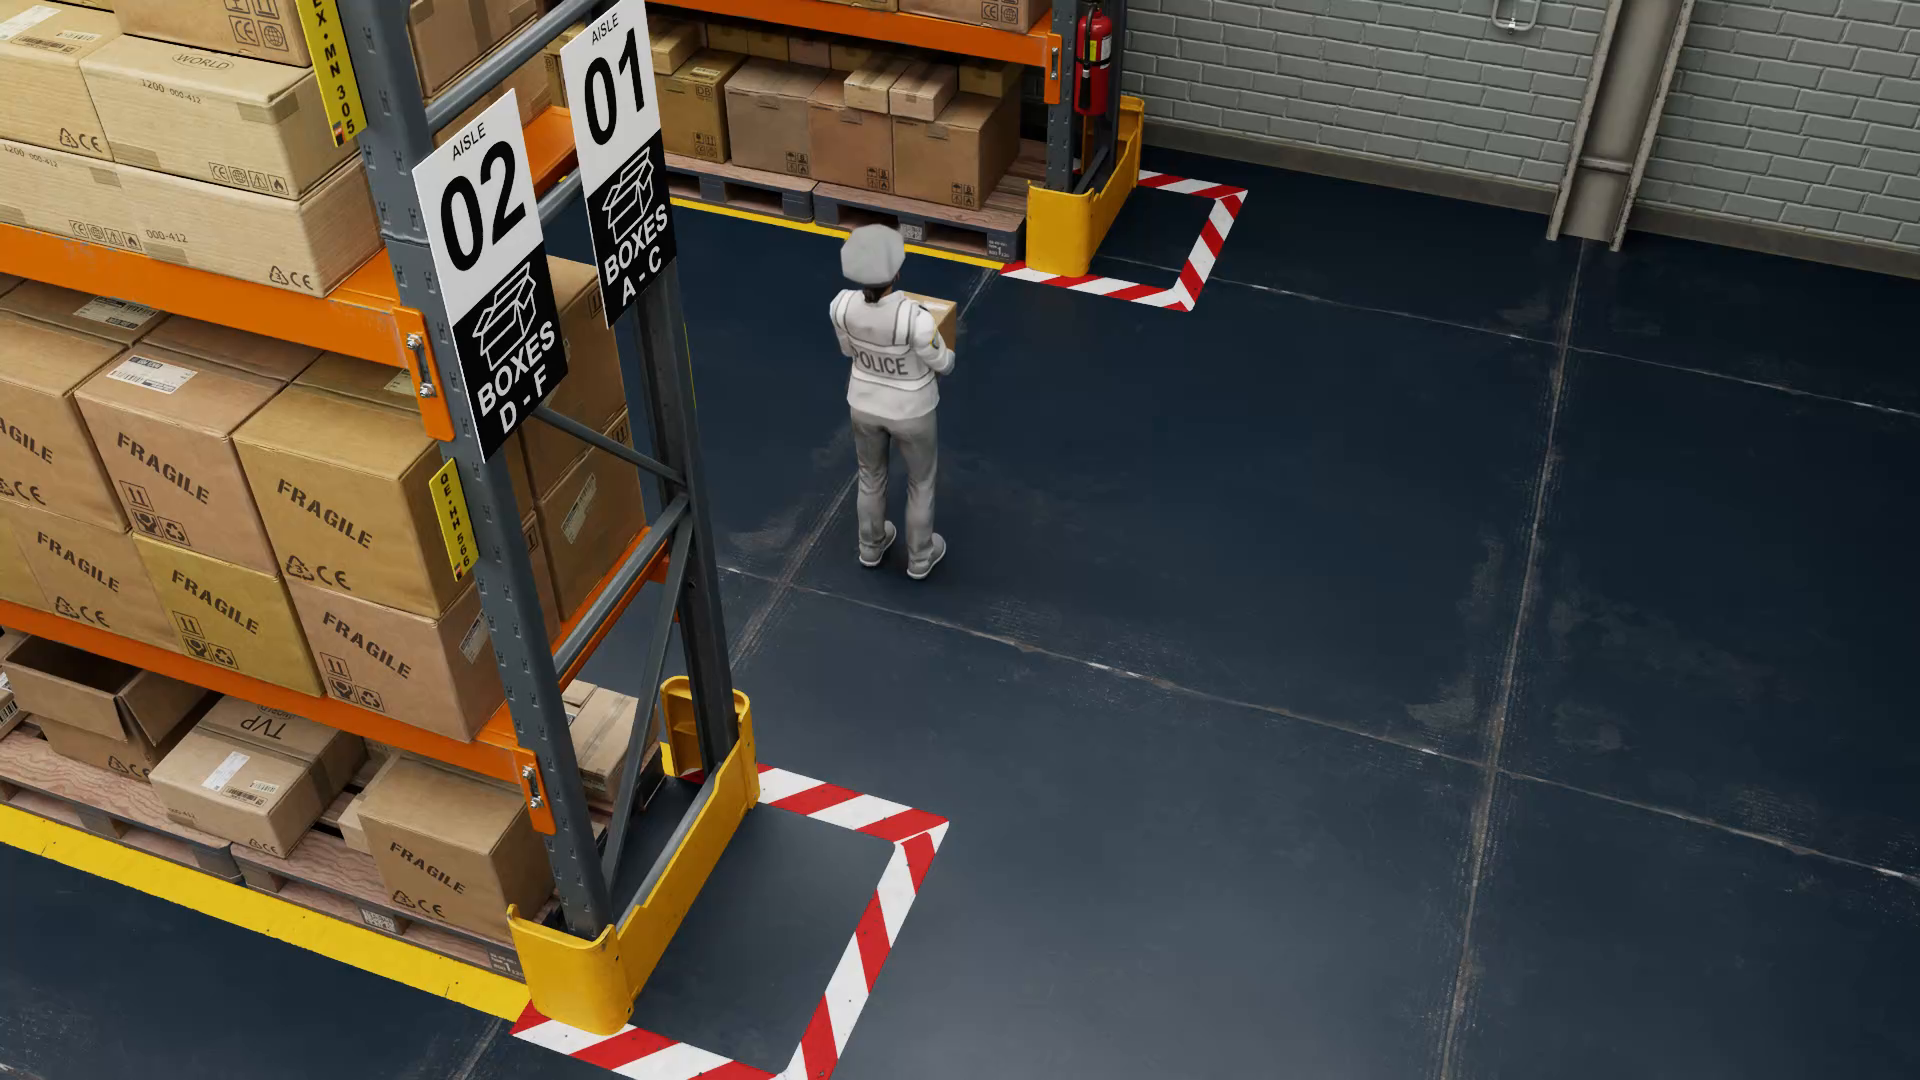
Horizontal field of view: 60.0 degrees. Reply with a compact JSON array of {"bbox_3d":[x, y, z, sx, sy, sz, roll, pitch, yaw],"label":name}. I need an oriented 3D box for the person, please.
[{"bbox_3d":[-0.250,-0.587,6.797,0.454,1.686,0.556,14,44,15],"label":"person"}]
